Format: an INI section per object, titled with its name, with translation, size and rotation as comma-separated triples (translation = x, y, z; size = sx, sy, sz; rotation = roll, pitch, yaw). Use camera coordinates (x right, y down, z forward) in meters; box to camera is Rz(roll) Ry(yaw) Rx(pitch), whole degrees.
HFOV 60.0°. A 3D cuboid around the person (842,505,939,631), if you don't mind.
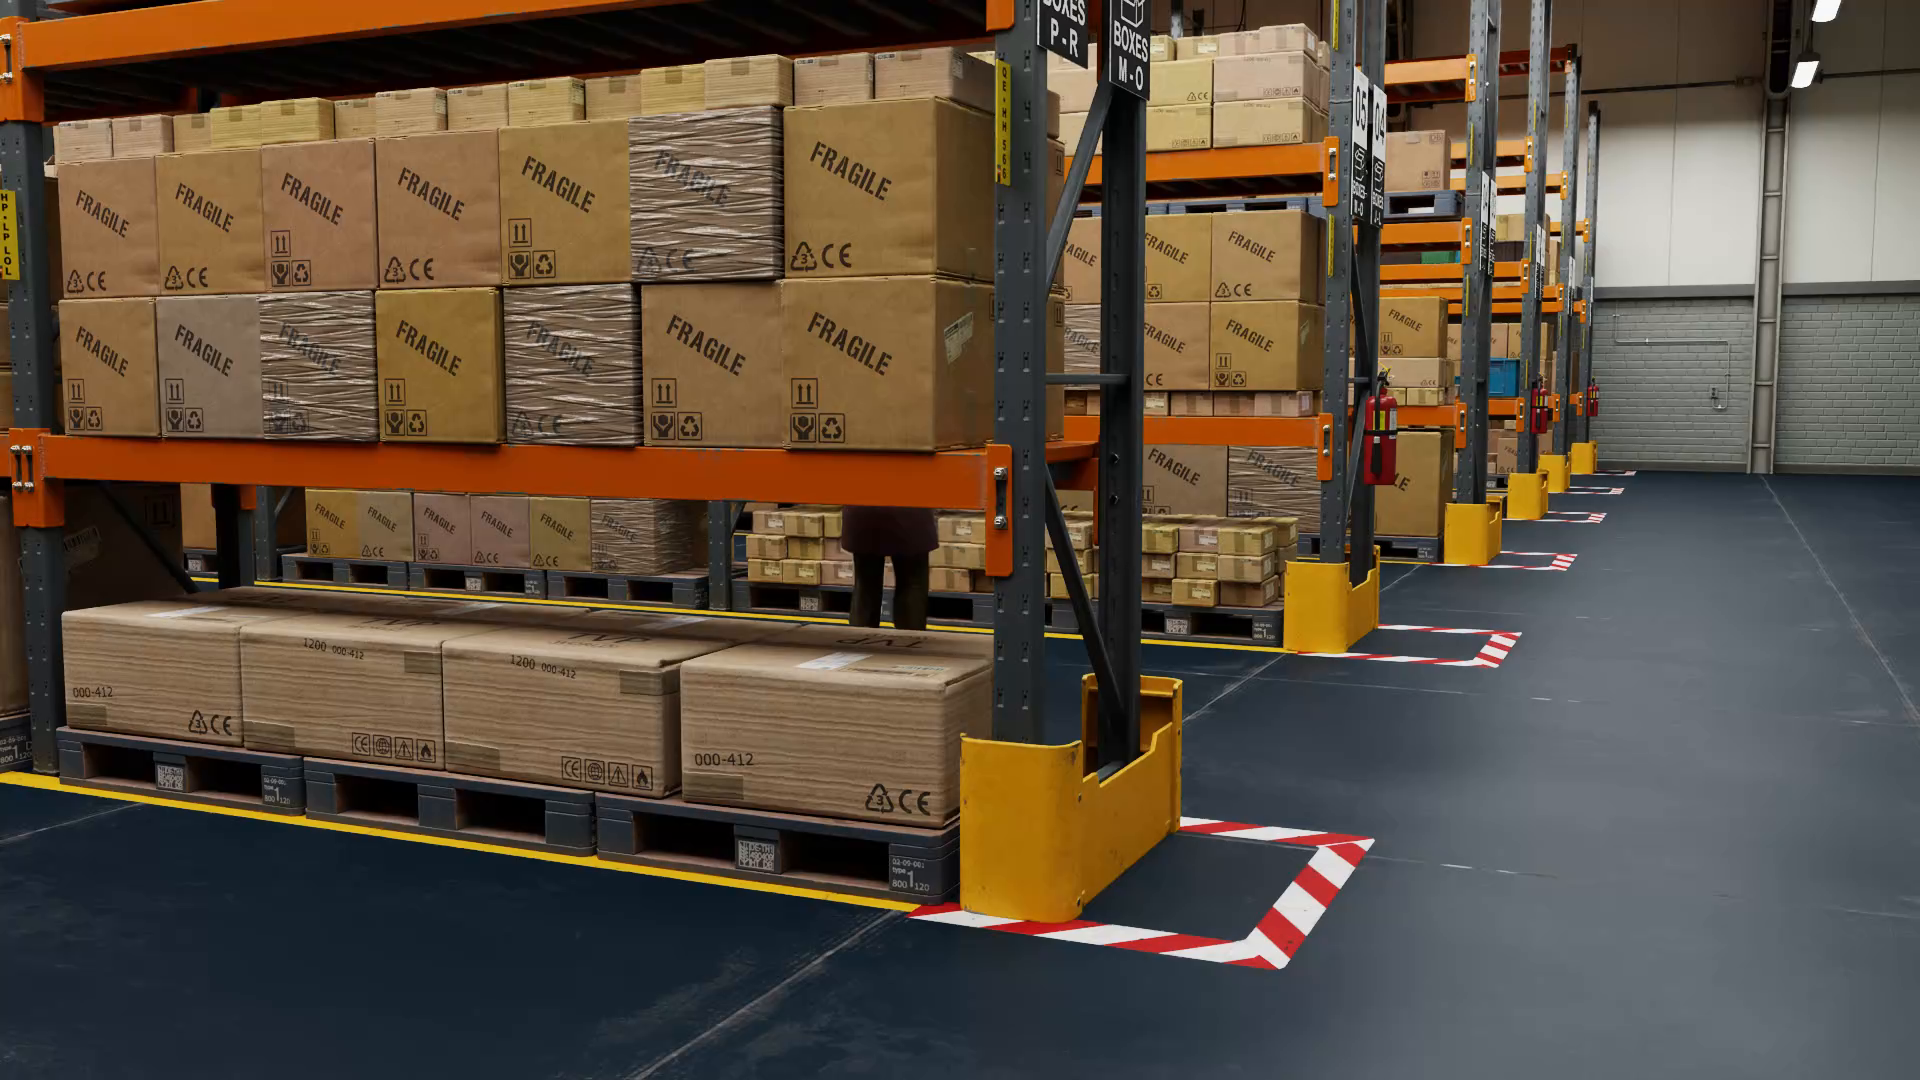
[person]
translation = -0.321, -0.169, 8.265
size = 0.521, 1.778, 0.551
rotation = 2, 6, 24
